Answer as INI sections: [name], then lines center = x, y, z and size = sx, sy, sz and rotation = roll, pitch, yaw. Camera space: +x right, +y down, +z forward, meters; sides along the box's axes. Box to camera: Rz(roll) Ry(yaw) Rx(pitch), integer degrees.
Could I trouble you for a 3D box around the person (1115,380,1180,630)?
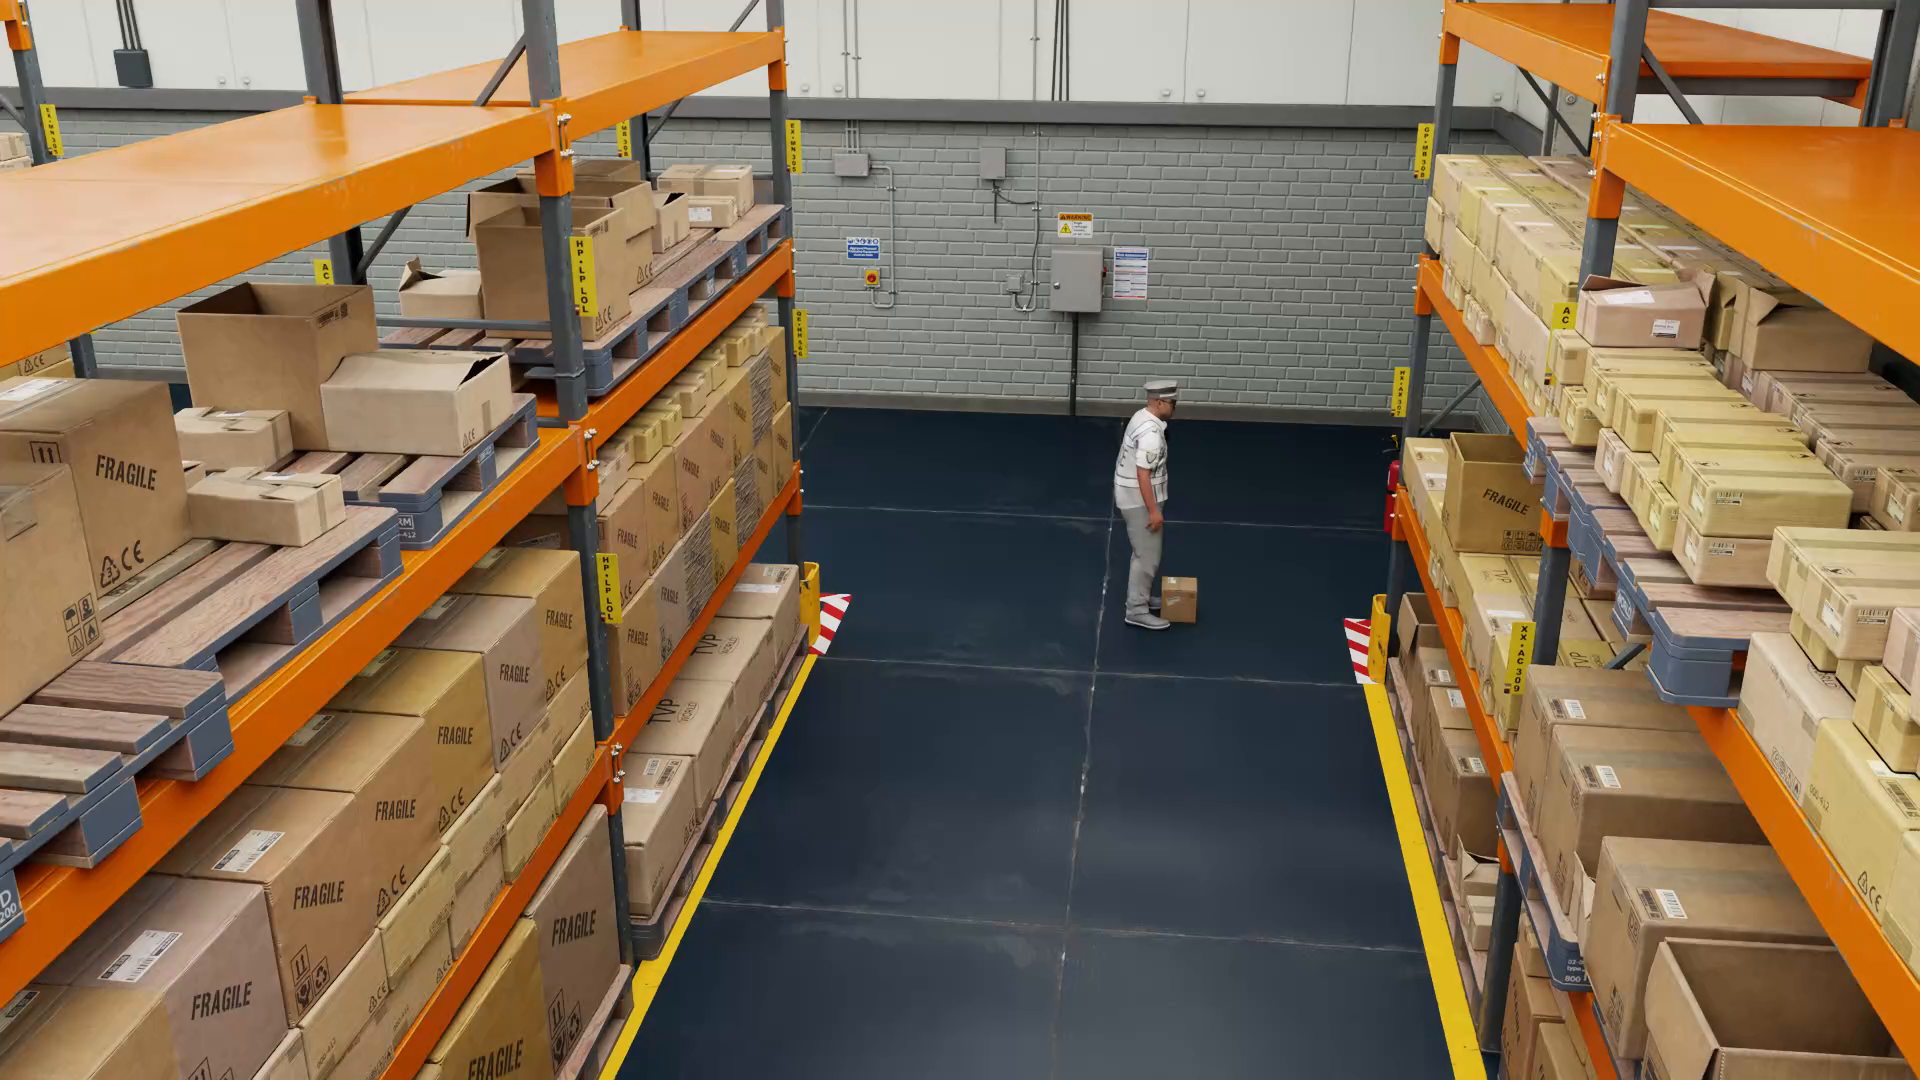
[person]
center = 1.315, -0.280, 11.799
size = 0.438, 1.749, 0.599
rotation = 2, 21, 5
